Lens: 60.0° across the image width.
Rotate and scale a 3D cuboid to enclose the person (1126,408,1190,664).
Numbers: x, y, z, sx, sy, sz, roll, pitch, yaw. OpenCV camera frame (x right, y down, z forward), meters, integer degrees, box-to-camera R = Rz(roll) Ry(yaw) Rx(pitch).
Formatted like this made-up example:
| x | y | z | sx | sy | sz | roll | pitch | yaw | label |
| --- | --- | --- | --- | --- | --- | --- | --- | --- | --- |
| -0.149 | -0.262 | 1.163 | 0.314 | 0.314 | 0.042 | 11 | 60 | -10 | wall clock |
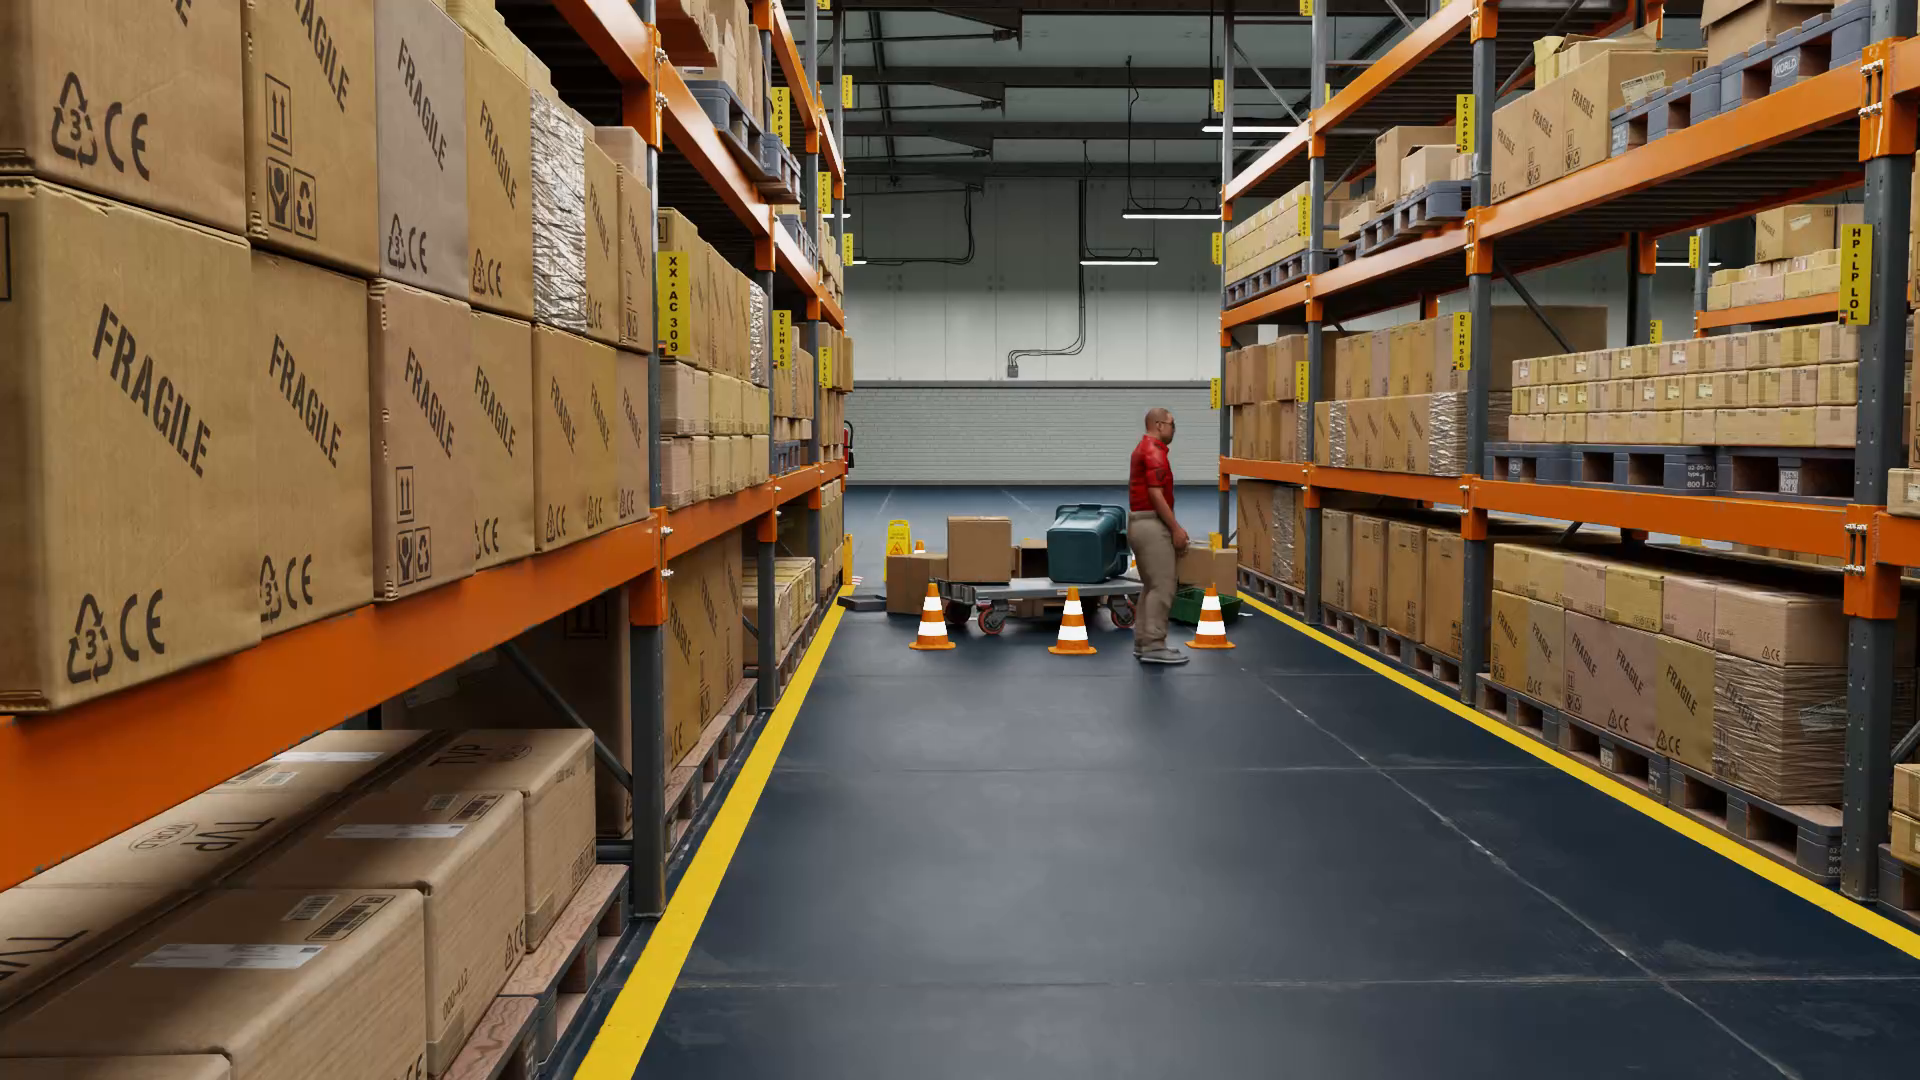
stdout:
| x | y | z | sx | sy | sz | roll | pitch | yaw | label |
| --- | --- | --- | --- | --- | --- | --- | --- | --- | --- |
| 1.349 | -0.040 | 11.406 | 0.393 | 1.732 | 0.551 | 0 | 4 | -3 | person |
